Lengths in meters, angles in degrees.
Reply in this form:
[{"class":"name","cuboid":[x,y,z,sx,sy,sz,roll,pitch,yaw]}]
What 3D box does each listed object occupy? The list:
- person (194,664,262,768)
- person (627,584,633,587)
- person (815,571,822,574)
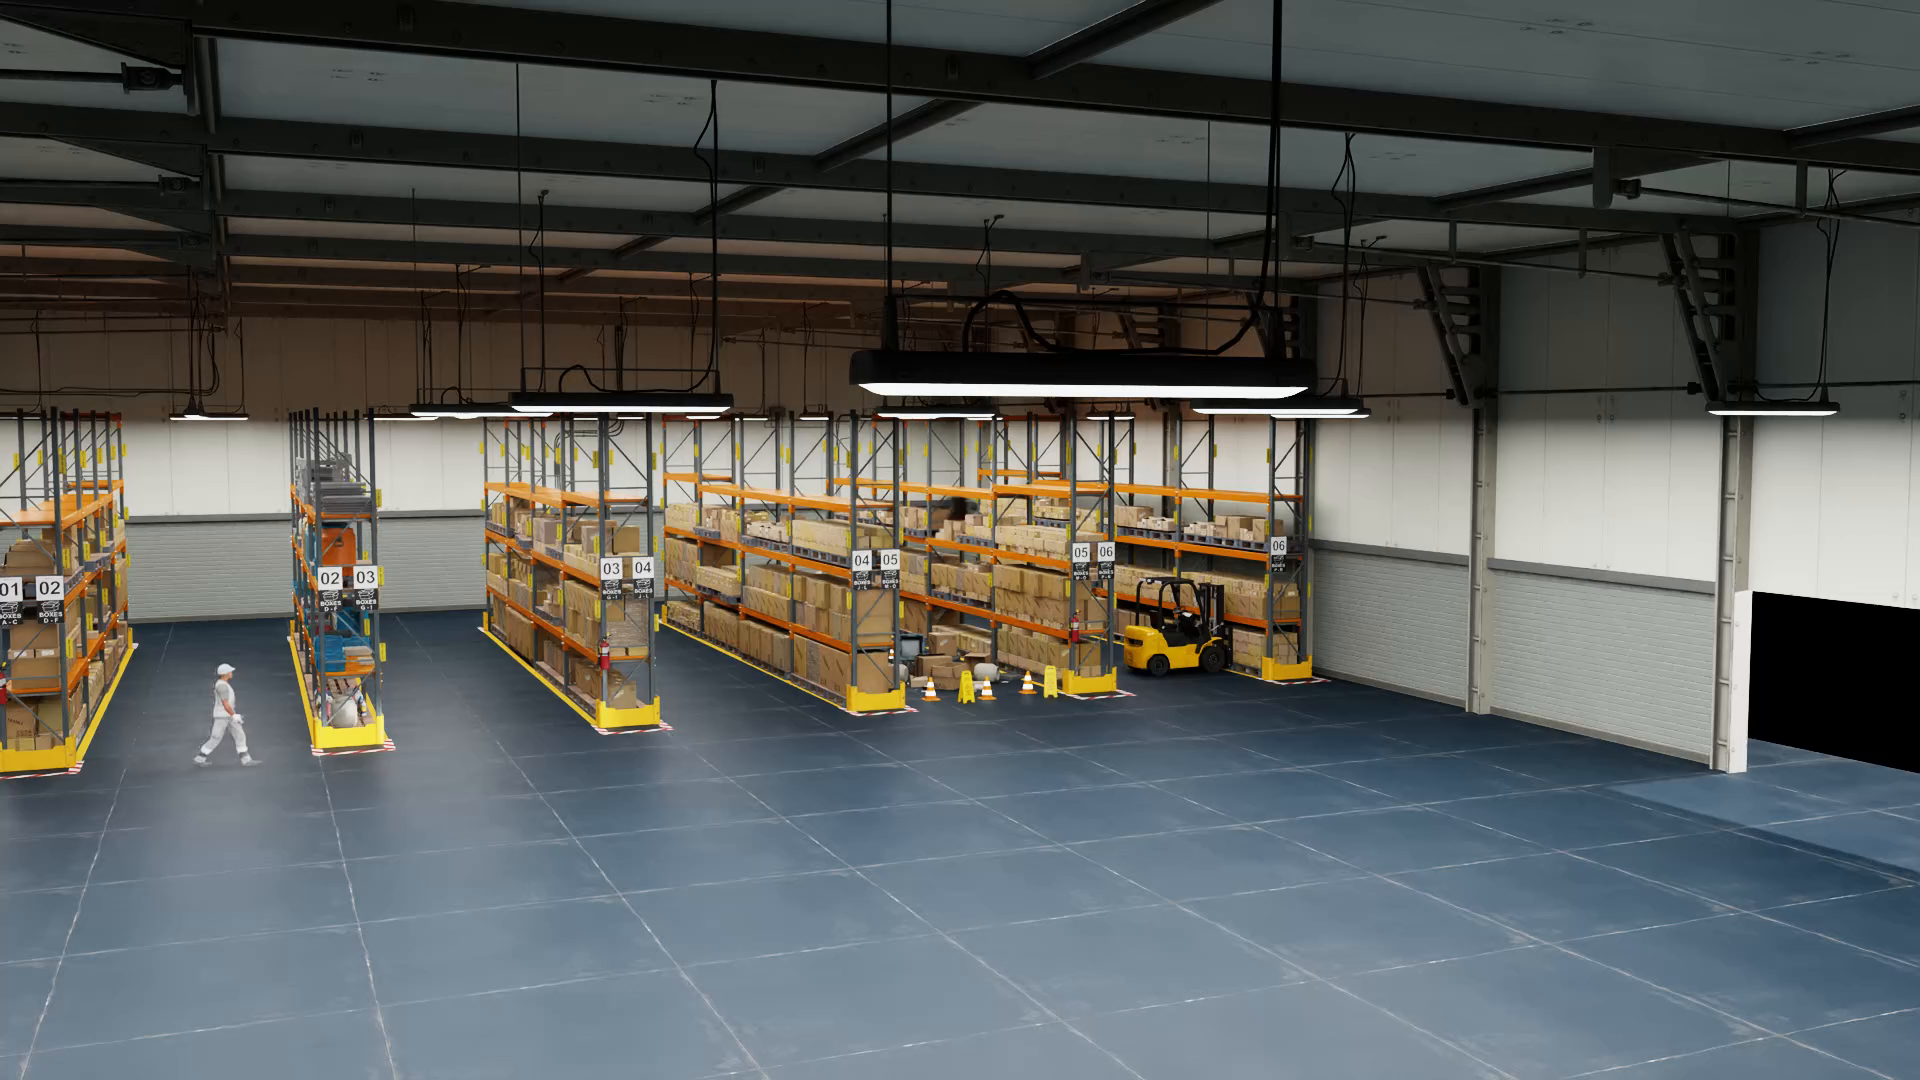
[{"class":"person","cuboid":[-12.150,2.928,27.534,1.044,1.750,0.501,0,4,-3]},{"class":"person","cuboid":[-9.255,1.564,46.725,0.603,1.755,0.720,-1,4,-16]},{"class":"person","cuboid":[-3.408,1.650,41.340,0.633,1.772,0.446,4,5,41]}]
